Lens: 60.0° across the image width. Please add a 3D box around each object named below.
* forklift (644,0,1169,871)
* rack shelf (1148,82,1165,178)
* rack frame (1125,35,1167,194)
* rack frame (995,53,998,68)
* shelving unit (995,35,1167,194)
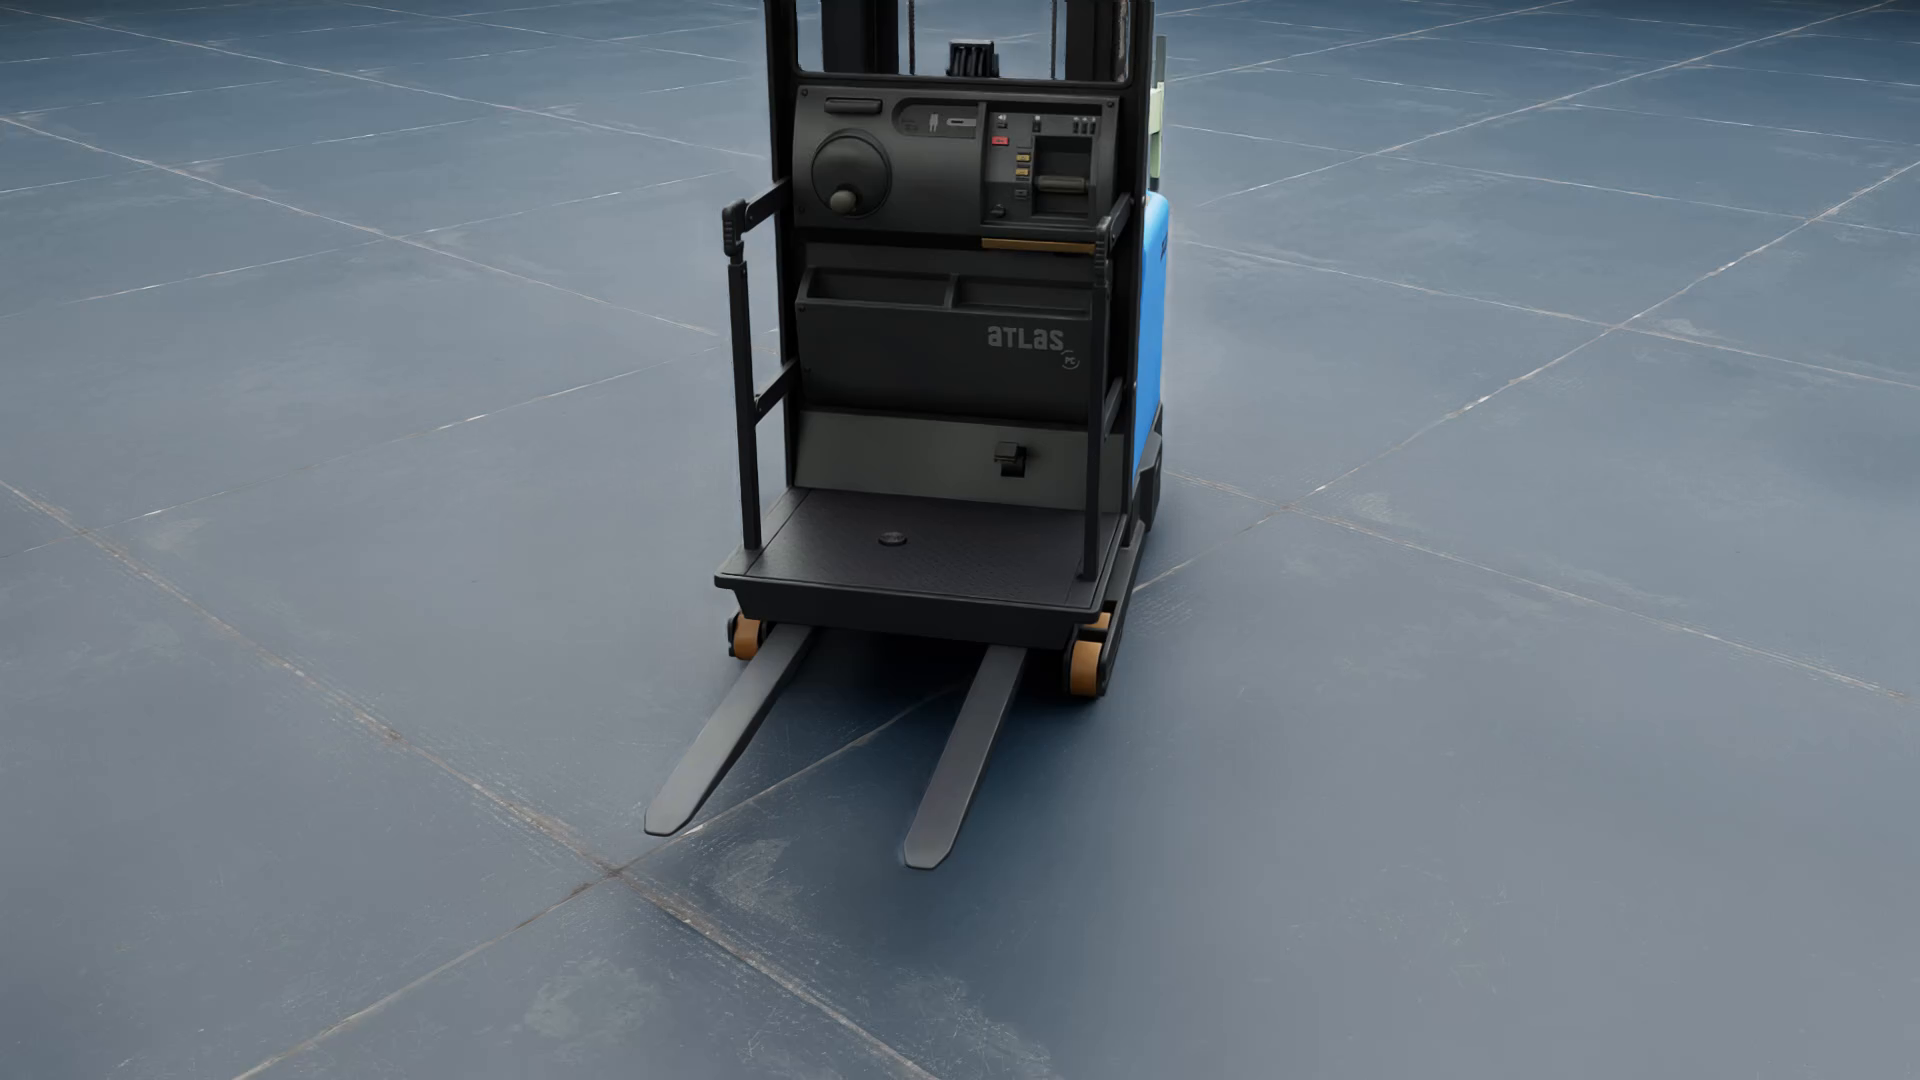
[{"bbox_3d":[-0.063,-1.053,4.517,1.130,2.935,3.031,5,25,11],"label":"forklift"},{"bbox_3d":[0.449,-1.530,6.375,0.431,0.370,0.720,12,27,25],"label":"rack shelf"},{"bbox_3d":[0.620,-1.306,6.831,0.400,1.500,0.023,12,27,25],"label":"rack frame"},{"bbox_3d":[0.278,-1.041,6.240,0.400,1.500,0.023,12,27,25],"label":"rack frame"},{"bbox_3d":[0.449,-1.174,6.535,0.431,1.500,0.755,12,27,25],"label":"shelving unit"}]
